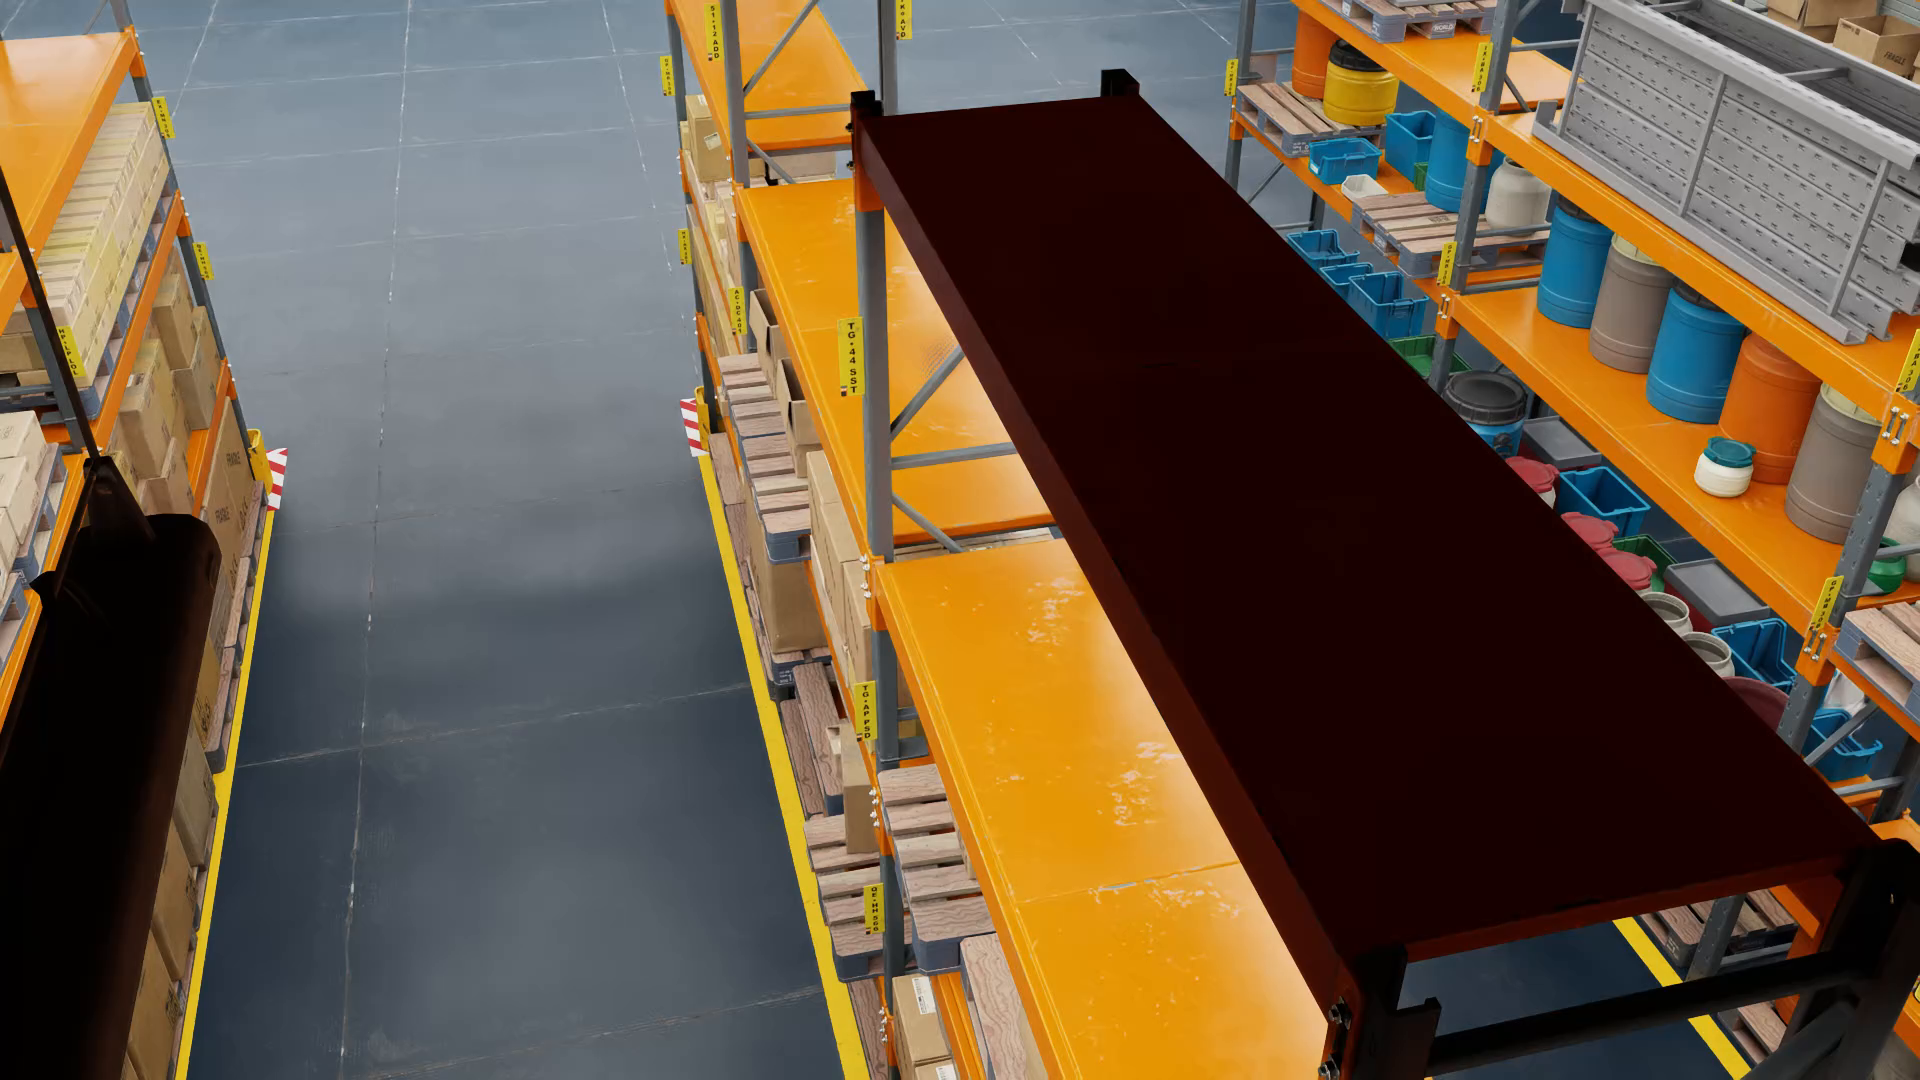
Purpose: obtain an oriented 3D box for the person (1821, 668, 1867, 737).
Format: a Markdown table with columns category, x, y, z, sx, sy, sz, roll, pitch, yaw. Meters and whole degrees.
| category | x | y | z | sx | sy | sz | roll | pitch | yaw |
| --- | --- | --- | --- | --- | --- | --- | --- | --- | --- |
| person | 5.638 | 1.150 | 10.866 | 0.622 | 1.776 | 0.451 | -12 | 36 | -17 |
